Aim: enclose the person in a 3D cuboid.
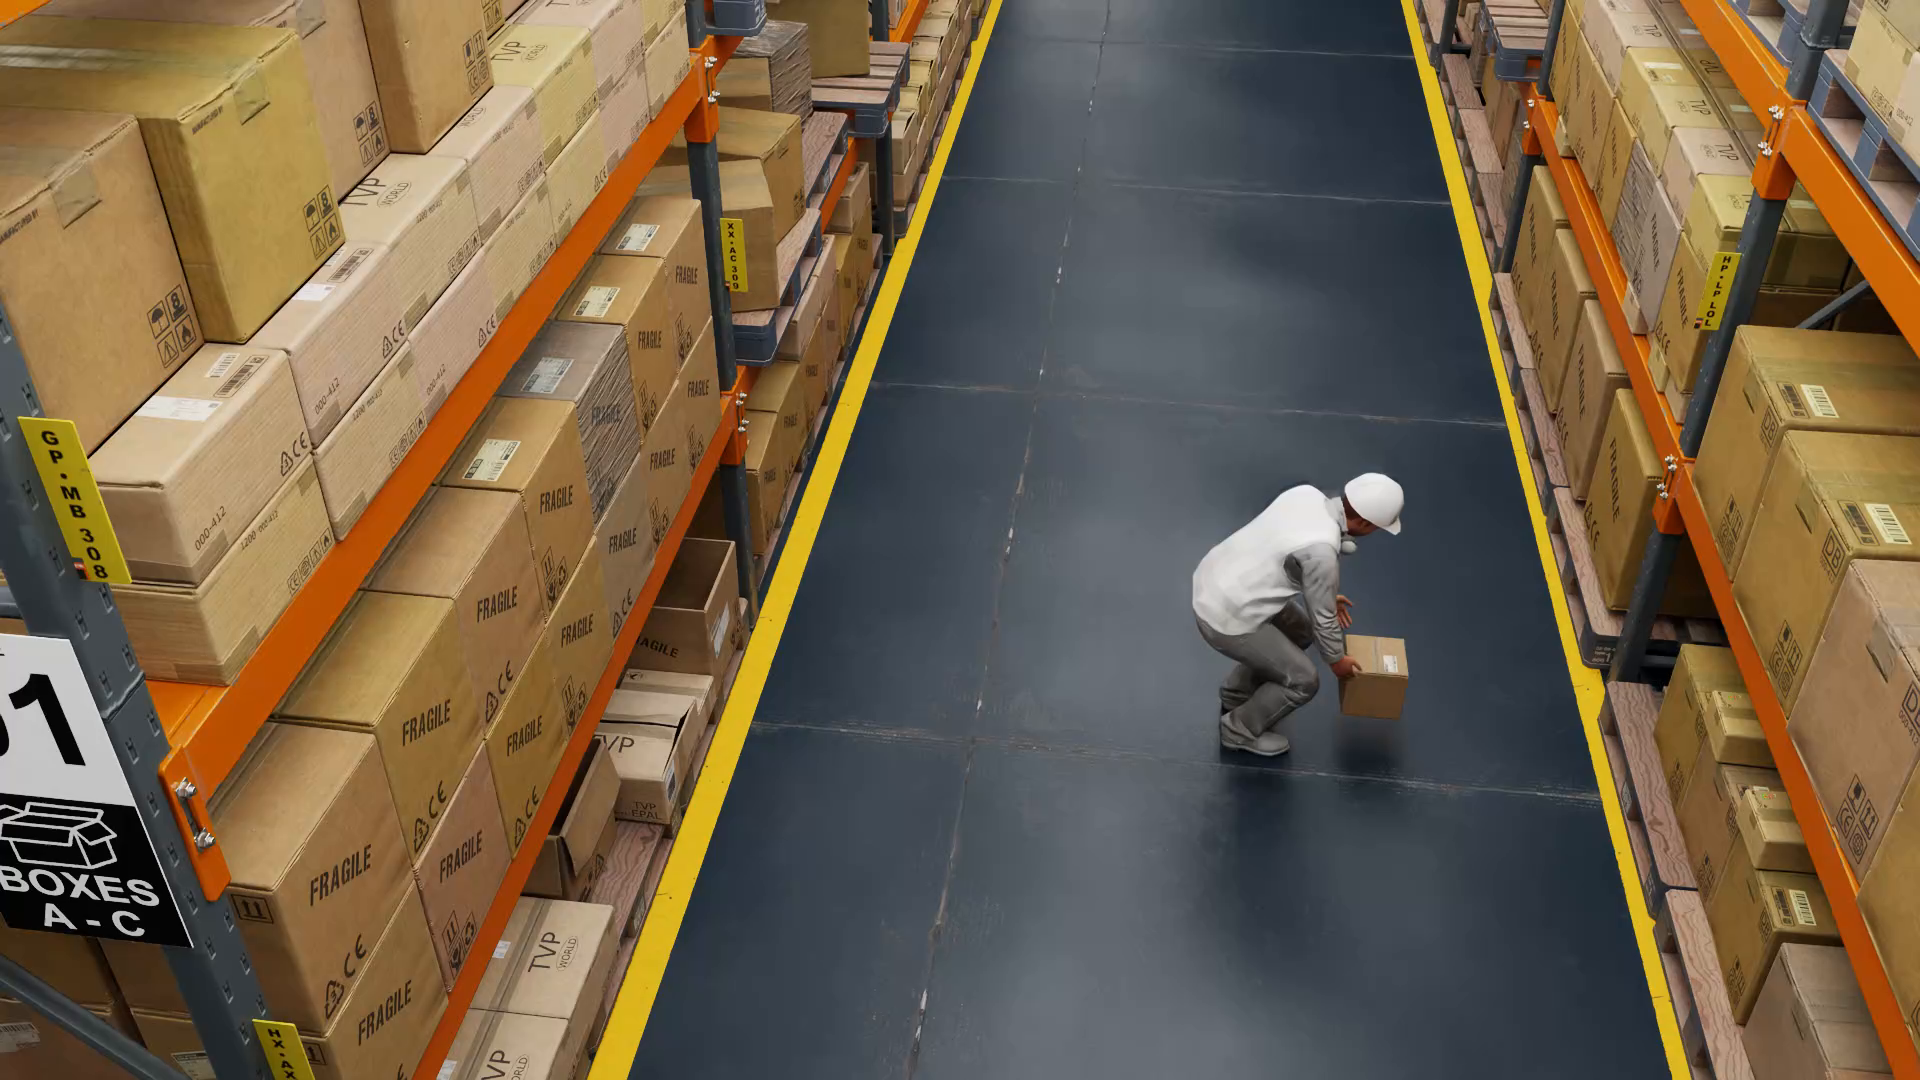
[{"bbox_3d":[1.383,0.269,7.025,0.810,1.333,0.588,4,36,6],"label":"person"}]
